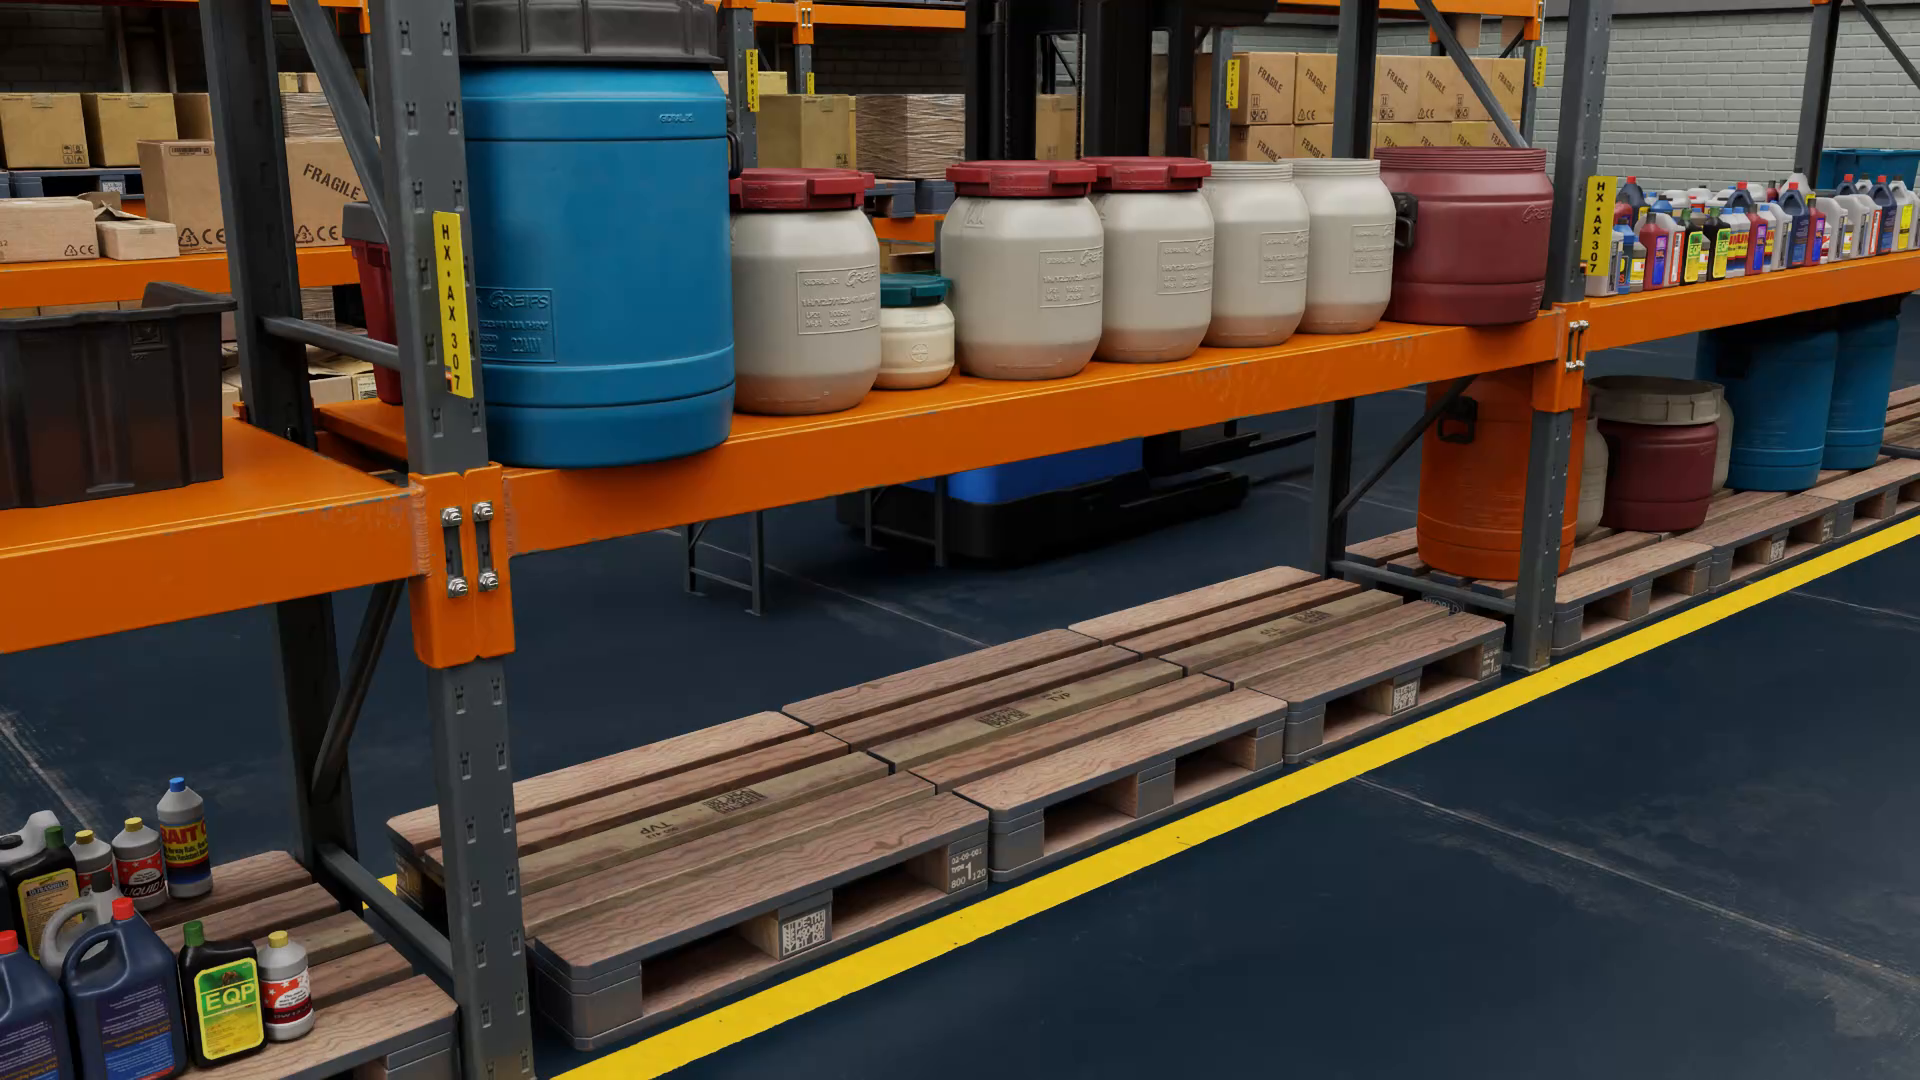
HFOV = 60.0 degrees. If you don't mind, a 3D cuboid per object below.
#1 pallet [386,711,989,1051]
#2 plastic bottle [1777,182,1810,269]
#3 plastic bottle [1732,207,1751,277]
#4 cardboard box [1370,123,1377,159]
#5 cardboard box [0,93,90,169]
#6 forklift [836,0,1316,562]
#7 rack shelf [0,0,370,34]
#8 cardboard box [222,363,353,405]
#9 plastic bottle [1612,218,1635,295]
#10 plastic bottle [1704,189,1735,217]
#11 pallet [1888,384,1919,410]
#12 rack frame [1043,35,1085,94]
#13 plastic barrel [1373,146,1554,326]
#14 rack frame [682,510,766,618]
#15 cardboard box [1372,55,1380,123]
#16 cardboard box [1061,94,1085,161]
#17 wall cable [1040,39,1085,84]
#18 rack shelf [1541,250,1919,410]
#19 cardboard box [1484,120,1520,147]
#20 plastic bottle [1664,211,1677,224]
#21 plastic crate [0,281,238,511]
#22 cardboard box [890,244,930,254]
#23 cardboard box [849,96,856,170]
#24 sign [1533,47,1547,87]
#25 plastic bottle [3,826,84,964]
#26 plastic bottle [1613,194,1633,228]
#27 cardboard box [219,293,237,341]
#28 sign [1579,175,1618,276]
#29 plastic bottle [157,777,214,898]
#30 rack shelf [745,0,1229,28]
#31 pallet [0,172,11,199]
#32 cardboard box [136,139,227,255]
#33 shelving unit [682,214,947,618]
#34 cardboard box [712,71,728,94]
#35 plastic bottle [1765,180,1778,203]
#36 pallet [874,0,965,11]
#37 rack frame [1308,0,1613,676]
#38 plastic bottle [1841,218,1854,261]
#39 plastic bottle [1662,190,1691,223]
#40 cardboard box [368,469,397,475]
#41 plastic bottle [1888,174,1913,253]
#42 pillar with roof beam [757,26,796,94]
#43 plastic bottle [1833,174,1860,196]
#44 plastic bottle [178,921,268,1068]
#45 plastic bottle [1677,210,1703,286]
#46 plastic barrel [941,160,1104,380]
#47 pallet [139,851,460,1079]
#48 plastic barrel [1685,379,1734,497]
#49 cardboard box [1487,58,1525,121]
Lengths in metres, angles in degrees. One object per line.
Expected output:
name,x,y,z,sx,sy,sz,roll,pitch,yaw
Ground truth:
pallet,-0.692,0.811,4.303,1.213,0.211,1.003,-13,19,-39
plastic bottle,3.466,-1.321,6.977,0.185,0.351,0.144,-13,19,-39
plastic bottle,3.100,-1.192,6.649,0.097,0.271,0.097,0,15,0
cardboard box,2.853,-2.969,12.858,0.500,0.500,0.500,-13,20,-40
cardboard box,-6.454,-2.875,11.656,0.500,0.500,0.700,-10,18,-32
forklift,0.810,-1.628,8.164,1.130,2.935,3.031,14,21,43
rack shelf,-6.254,-3.764,11.612,4.000,0.370,1.077,-13,19,-39
cardboard box,-3.262,-0.699,7.981,0.500,0.311,0.500,-14,20,-41
plastic bottle,2.402,-1.035,6.063,0.097,0.271,0.097,0,15,0
plastic bottle,3.578,-1.500,7.793,0.135,0.276,0.152,-13,19,-39
pallet,6.226,-0.743,10.123,1.213,0.211,1.003,-13,19,-39
rack frame,1.290,-4.357,18.248,0.127,3.000,1.000,-13,19,-39
plastic barrel,1.607,-1.001,5.421,0.708,0.536,0.600,-13,19,-39
rack frame,-0.960,-0.463,6.577,0.500,1.500,0.032,14,21,43
cardboard box,2.844,-3.446,12.708,0.500,0.500,0.500,-13,20,-41
cardboard box,0.546,-2.801,11.417,0.500,0.500,0.700,-9,17,-31
wall cable,1.635,-5.249,19.619,1.851,1.984,0.084,-13,19,-39
rack shelf,3.267,-1.064,7.315,4.000,0.370,1.077,-13,19,-39
cardboard box,4.385,-3.312,14.145,0.500,0.500,0.500,-12,19,-38
plastic bottle,2.711,-1.126,6.401,0.097,0.271,0.097,0,15,0
plastic crate,-1.738,-0.301,3.186,0.504,0.338,0.767,-13,19,-39
cardboard box,-0.715,-2.866,16.696,0.500,0.500,0.700,-13,20,-40
cardboard box,-1.308,-3.913,16.005,0.700,0.700,0.980,-12,19,-39
sign,4.894,-3.994,14.033,0.005,0.325,0.100,-13,19,-39
plastic bottle,-1.943,0.754,3.526,0.133,0.283,0.061,-13,19,-39
plastic bottle,2.880,-1.365,7.274,0.133,0.283,0.061,-13,19,-39
cardboard box,-5.719,-1.810,12.704,0.500,0.500,0.700,-13,20,-39
sign,2.125,-1.046,5.537,0.005,0.325,0.100,-13,19,-39
plastic bottle,-1.787,0.679,3.830,0.097,0.271,0.097,0,15,0
rack shelf,0.018,-3.478,10.541,4.000,0.370,1.077,-13,19,-39
pallet,-7.091,-2.332,11.041,1.213,0.211,1.003,-13,19,-39
cardboard box,-3.521,-1.625,7.826,0.500,0.500,0.500,-11,18,-35
shelving unit,-0.603,-0.556,6.927,0.538,1.500,1.048,14,21,43
cardboard box,-2.304,-4.029,14.761,0.500,0.250,0.500,-12,19,-38
plastic bottle,4.118,-1.692,8.500,0.133,0.283,0.061,-13,19,-39
pallet,-0.184,-5.428,16.617,1.213,0.211,1.003,-13,19,-39
rack frame,1.758,-1.073,5.954,0.127,3.000,1.000,-13,19,-39
plastic bottle,3.864,-1.330,7.301,0.097,0.201,0.097,0,15,0
plastic bottle,3.303,-1.490,7.757,0.135,0.276,0.152,-13,19,-39
cardboard box,-2.881,-0.515,8.381,0.500,0.250,0.500,-12,19,-38
plastic bottle,4.297,-1.507,7.676,0.185,0.351,0.144,-13,19,-39
pillar with roof beam,1.059,-6.026,12.874,0.400,9.000,9.100,-13,19,-39
plastic bottle,4.063,-1.504,7.664,0.185,0.351,0.144,-13,19,-39
plastic bottle,-1.406,0.850,3.165,0.133,0.283,0.061,-11,19,-37
plastic bottle,2.777,-1.119,6.353,0.133,0.283,0.061,-13,19,-39
plastic barrel,0.160,-0.705,4.312,0.433,0.535,0.433,0,15,0
pallet,-1.793,1.058,3.382,1.213,0.211,1.003,-13,19,-39
plastic barrel,3.335,-0.464,7.683,0.421,0.512,0.421,0,15,0
cardboard box,4.389,-3.795,14.016,0.500,0.500,0.500,-13,20,-40
